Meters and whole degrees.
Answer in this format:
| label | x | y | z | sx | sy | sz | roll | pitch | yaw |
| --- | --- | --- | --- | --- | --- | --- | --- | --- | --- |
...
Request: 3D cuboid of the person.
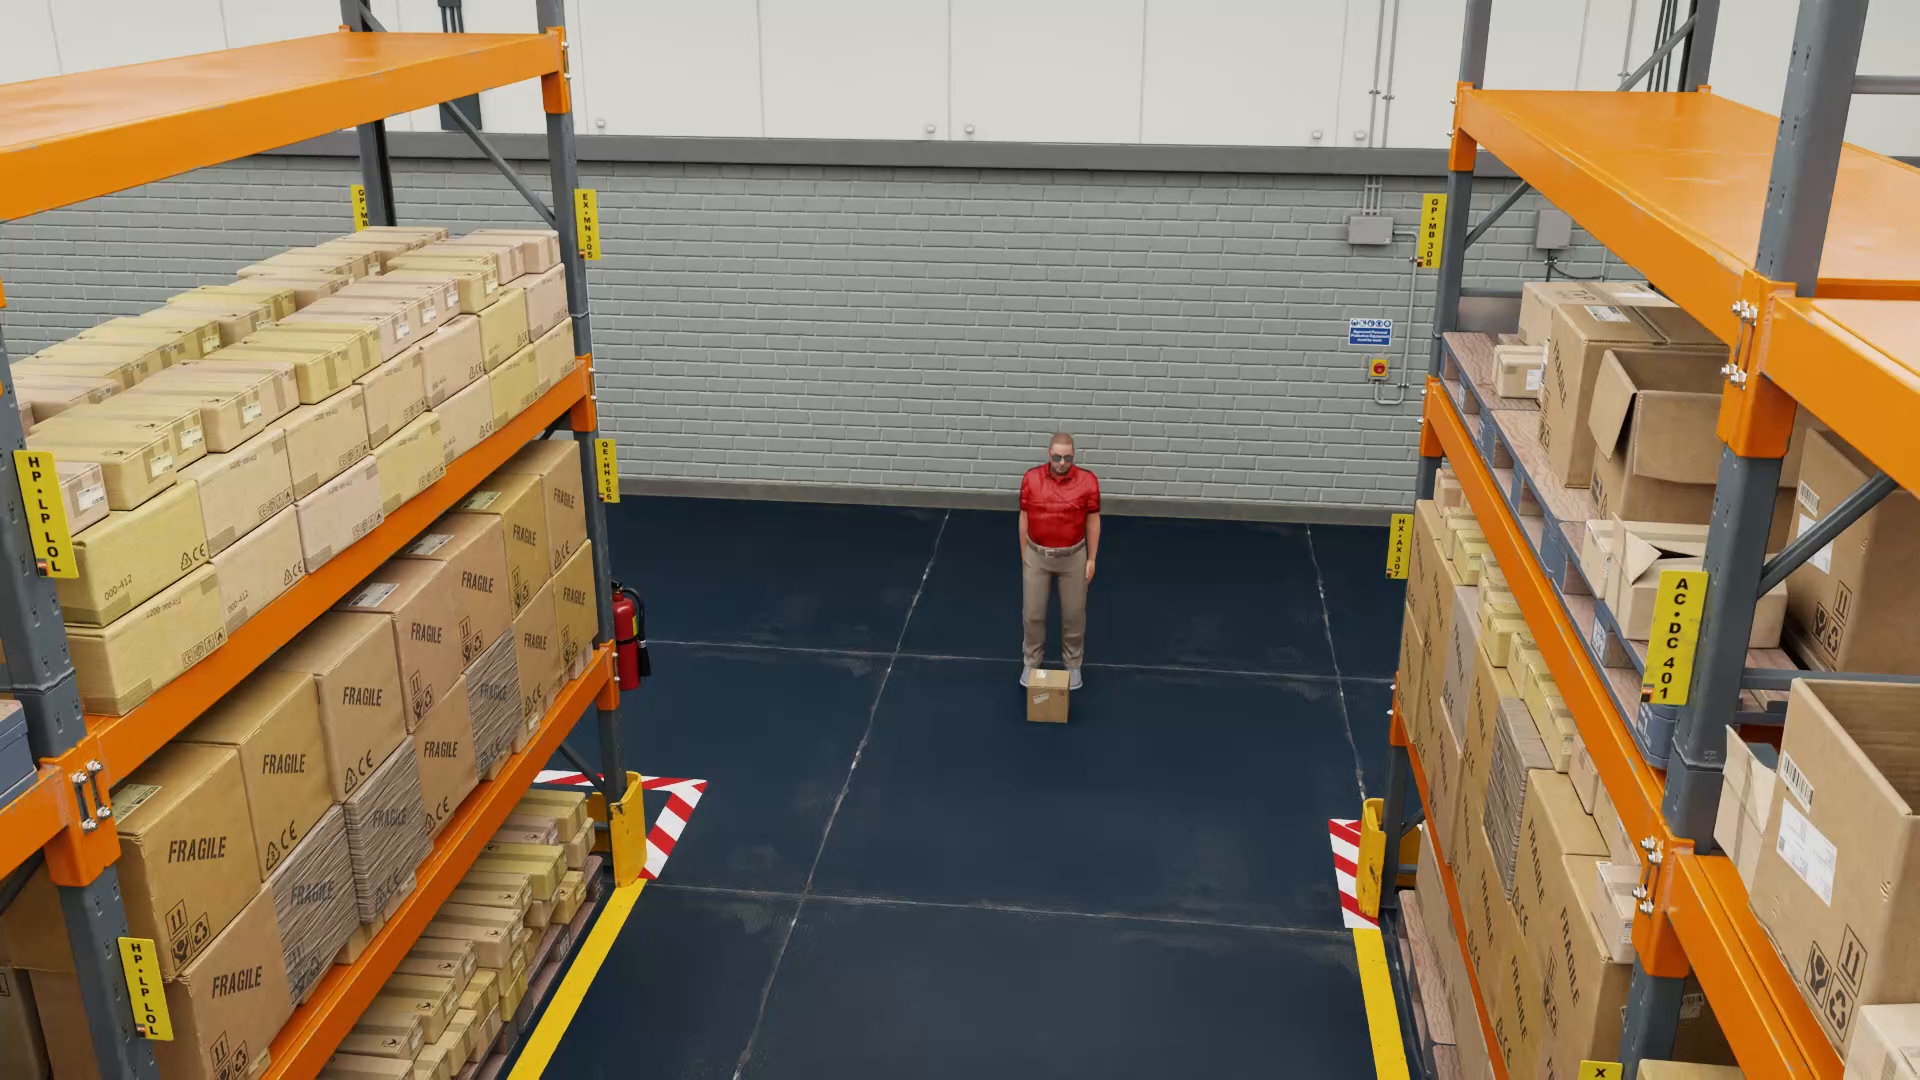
| label | x | y | z | sx | sy | sz | roll | pitch | yaw |
| --- | --- | --- | --- | --- | --- | --- | --- | --- | --- |
| person | 0.636 | 0.136 | 10.769 | 0.529 | 1.721 | 0.359 | 3 | 21 | 7 |
